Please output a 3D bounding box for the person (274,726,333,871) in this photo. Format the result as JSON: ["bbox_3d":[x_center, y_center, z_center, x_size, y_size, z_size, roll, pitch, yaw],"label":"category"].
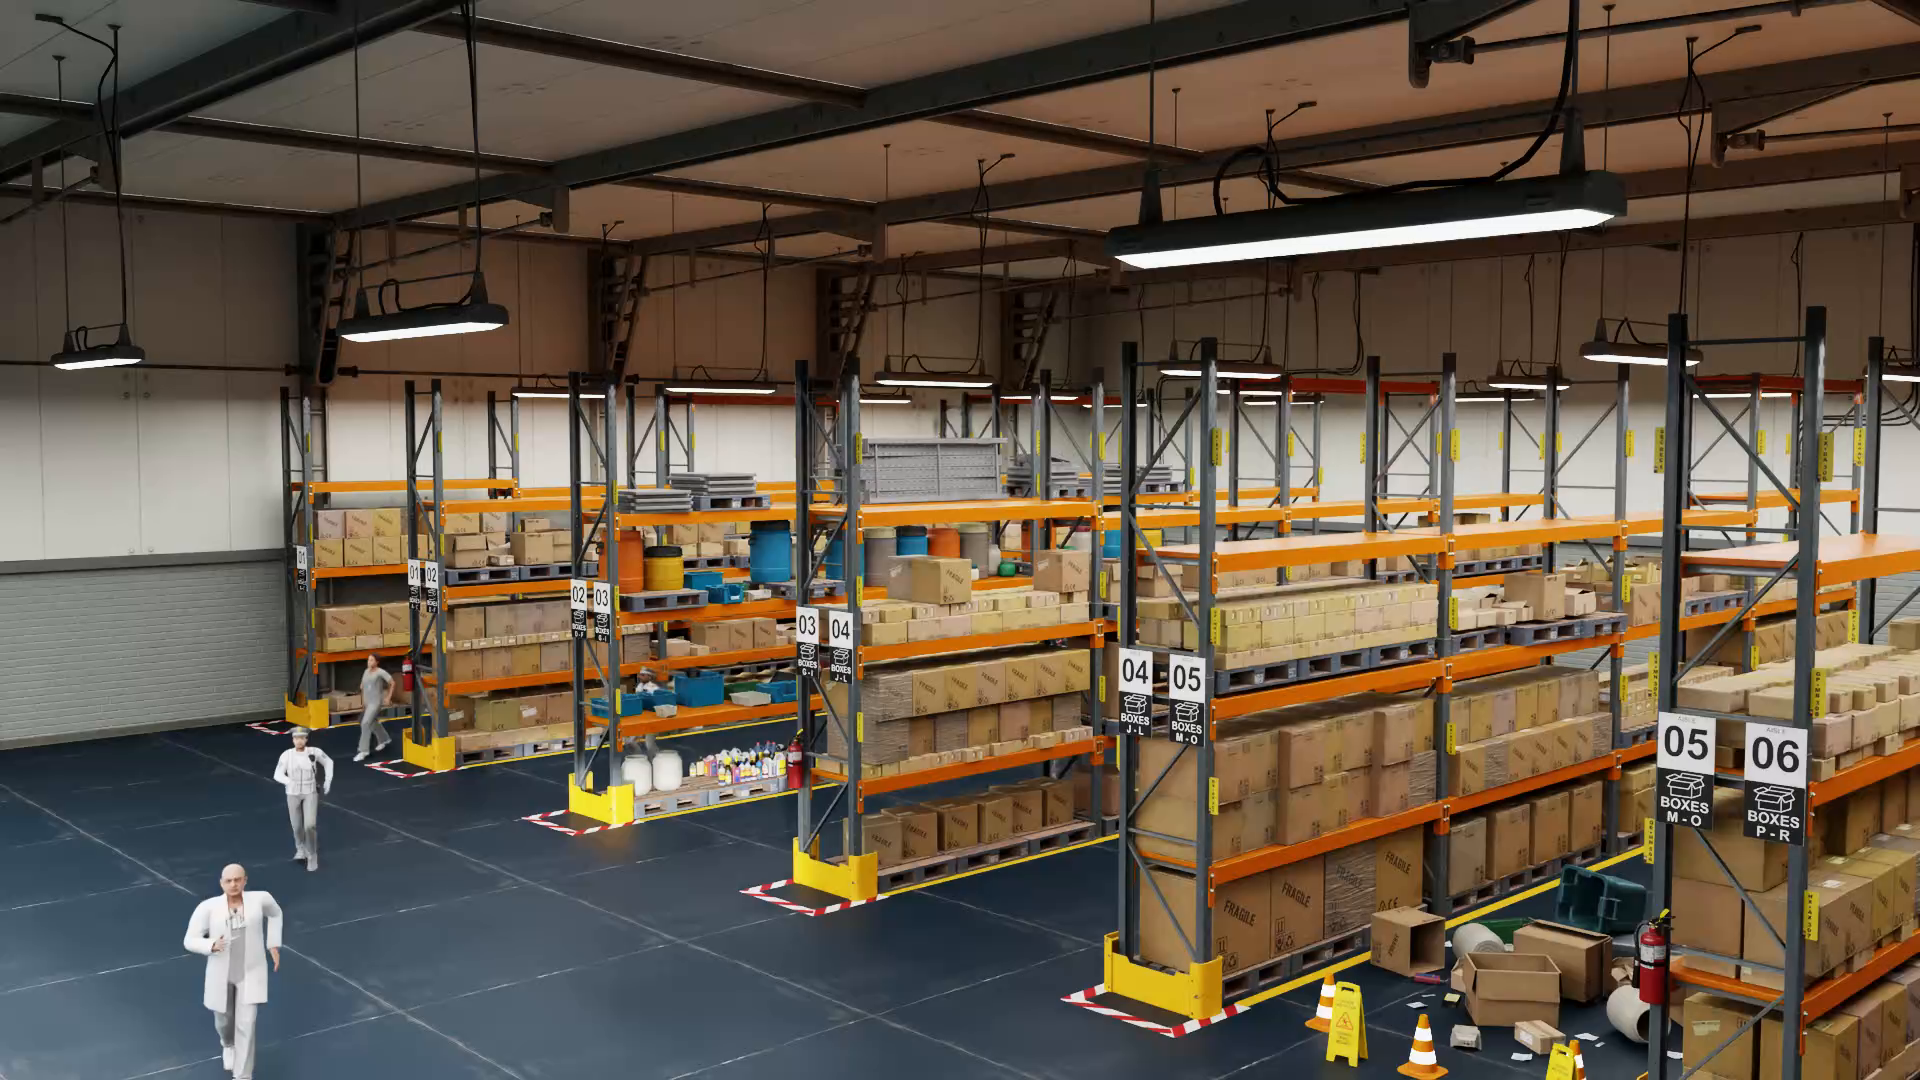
[{"bbox_3d":[-7.812,3.074,19.796,0.632,1.764,0.722,-1,4,-15],"label":"person"}]

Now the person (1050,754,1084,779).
[{"bbox_3d":[1.579,2.780,24.578,0.517,1.630,0.784,2,4,33],"label":"person"}]

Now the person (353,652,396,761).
[{"bbox_3d":[-9.355,2.634,26.614,0.615,1.700,0.846,2,4,32],"label":"person"}]

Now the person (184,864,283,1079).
[{"bbox_3d":[-5.689,3.407,13.055,0.703,1.764,1.059,-1,4,-22],"label":"person"}]

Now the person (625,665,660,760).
[{"bbox_3d":[-4.760,2.724,25.008,0.546,1.695,0.666,2,4,34],"label":"person"}]
